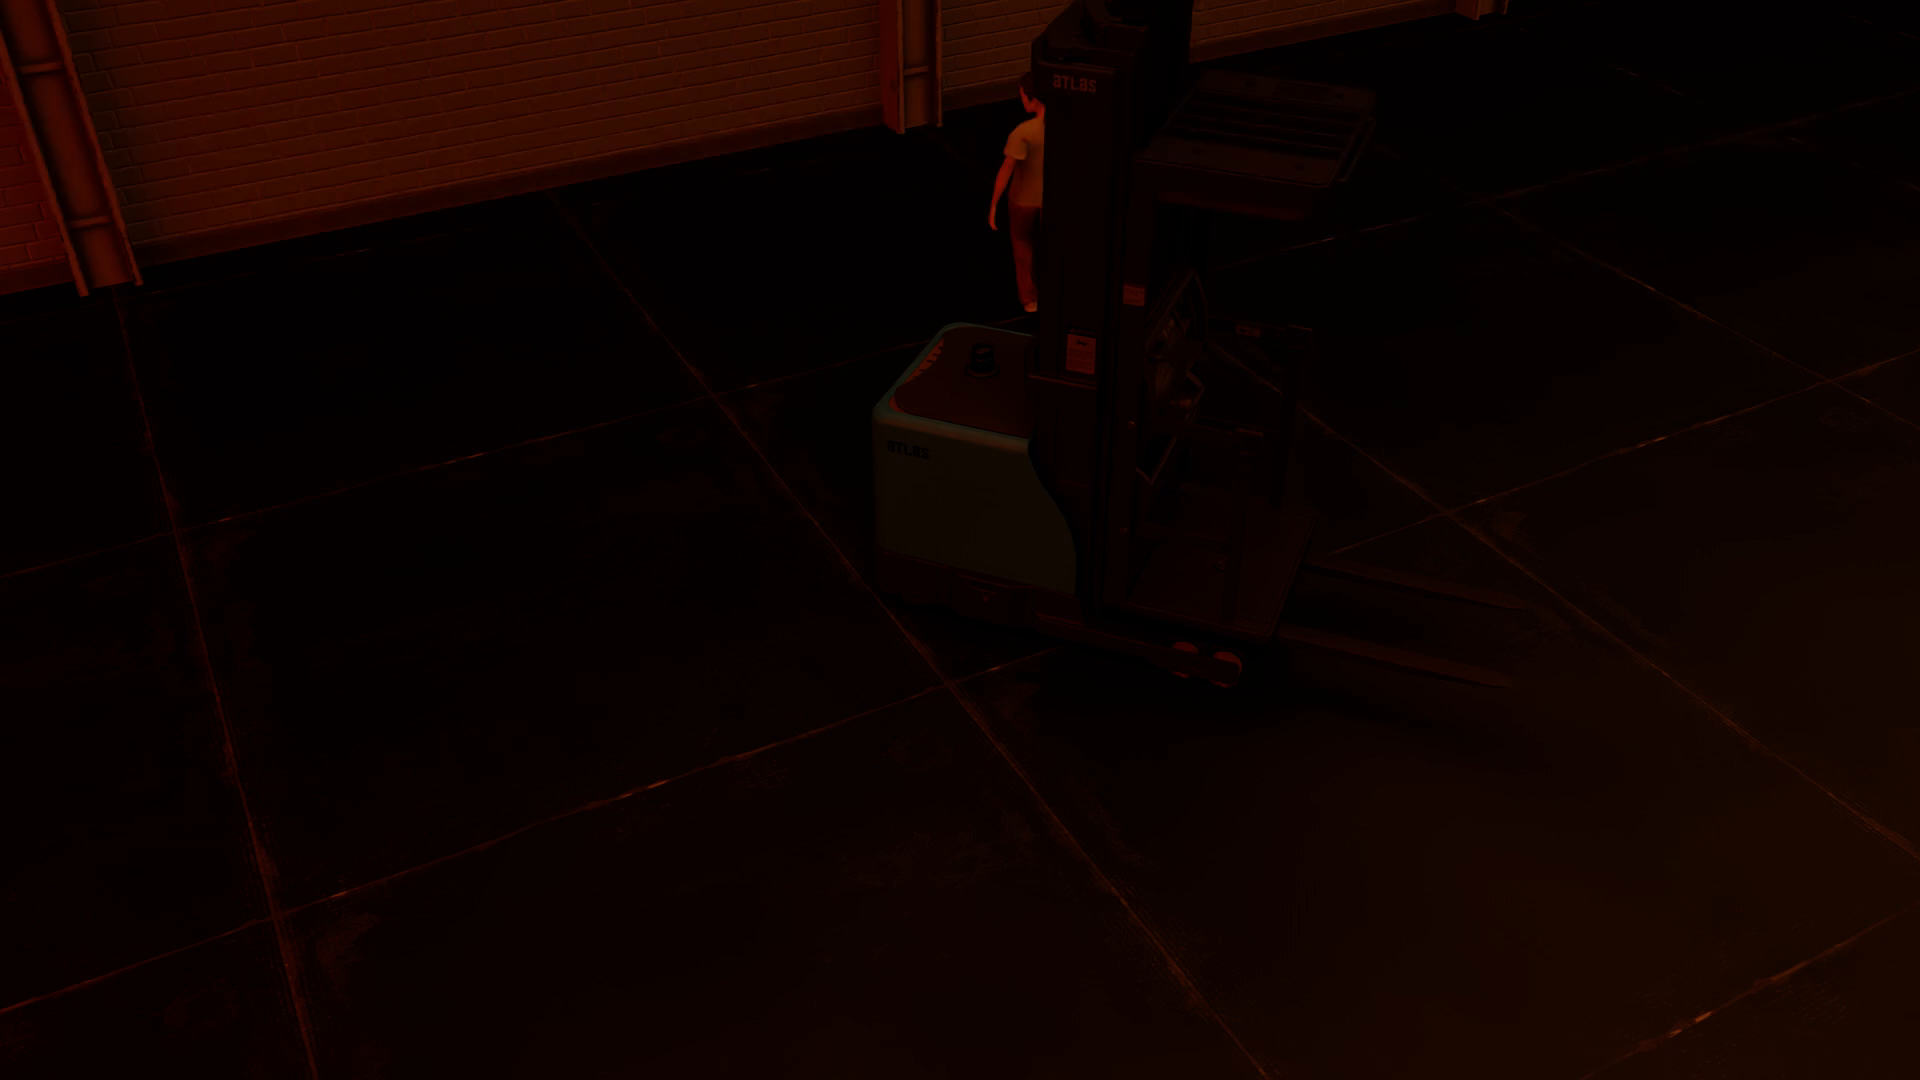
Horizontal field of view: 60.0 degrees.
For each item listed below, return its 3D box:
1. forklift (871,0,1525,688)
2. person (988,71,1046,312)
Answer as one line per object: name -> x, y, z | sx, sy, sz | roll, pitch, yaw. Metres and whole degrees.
forklift -> 1.143, -0.864, 7.345 | 3.031, 2.935, 1.130 | 13, 37, 17
person -> 0.450, -2.113, 10.257 | 0.607, 1.621, 0.610 | -3, 35, -5
